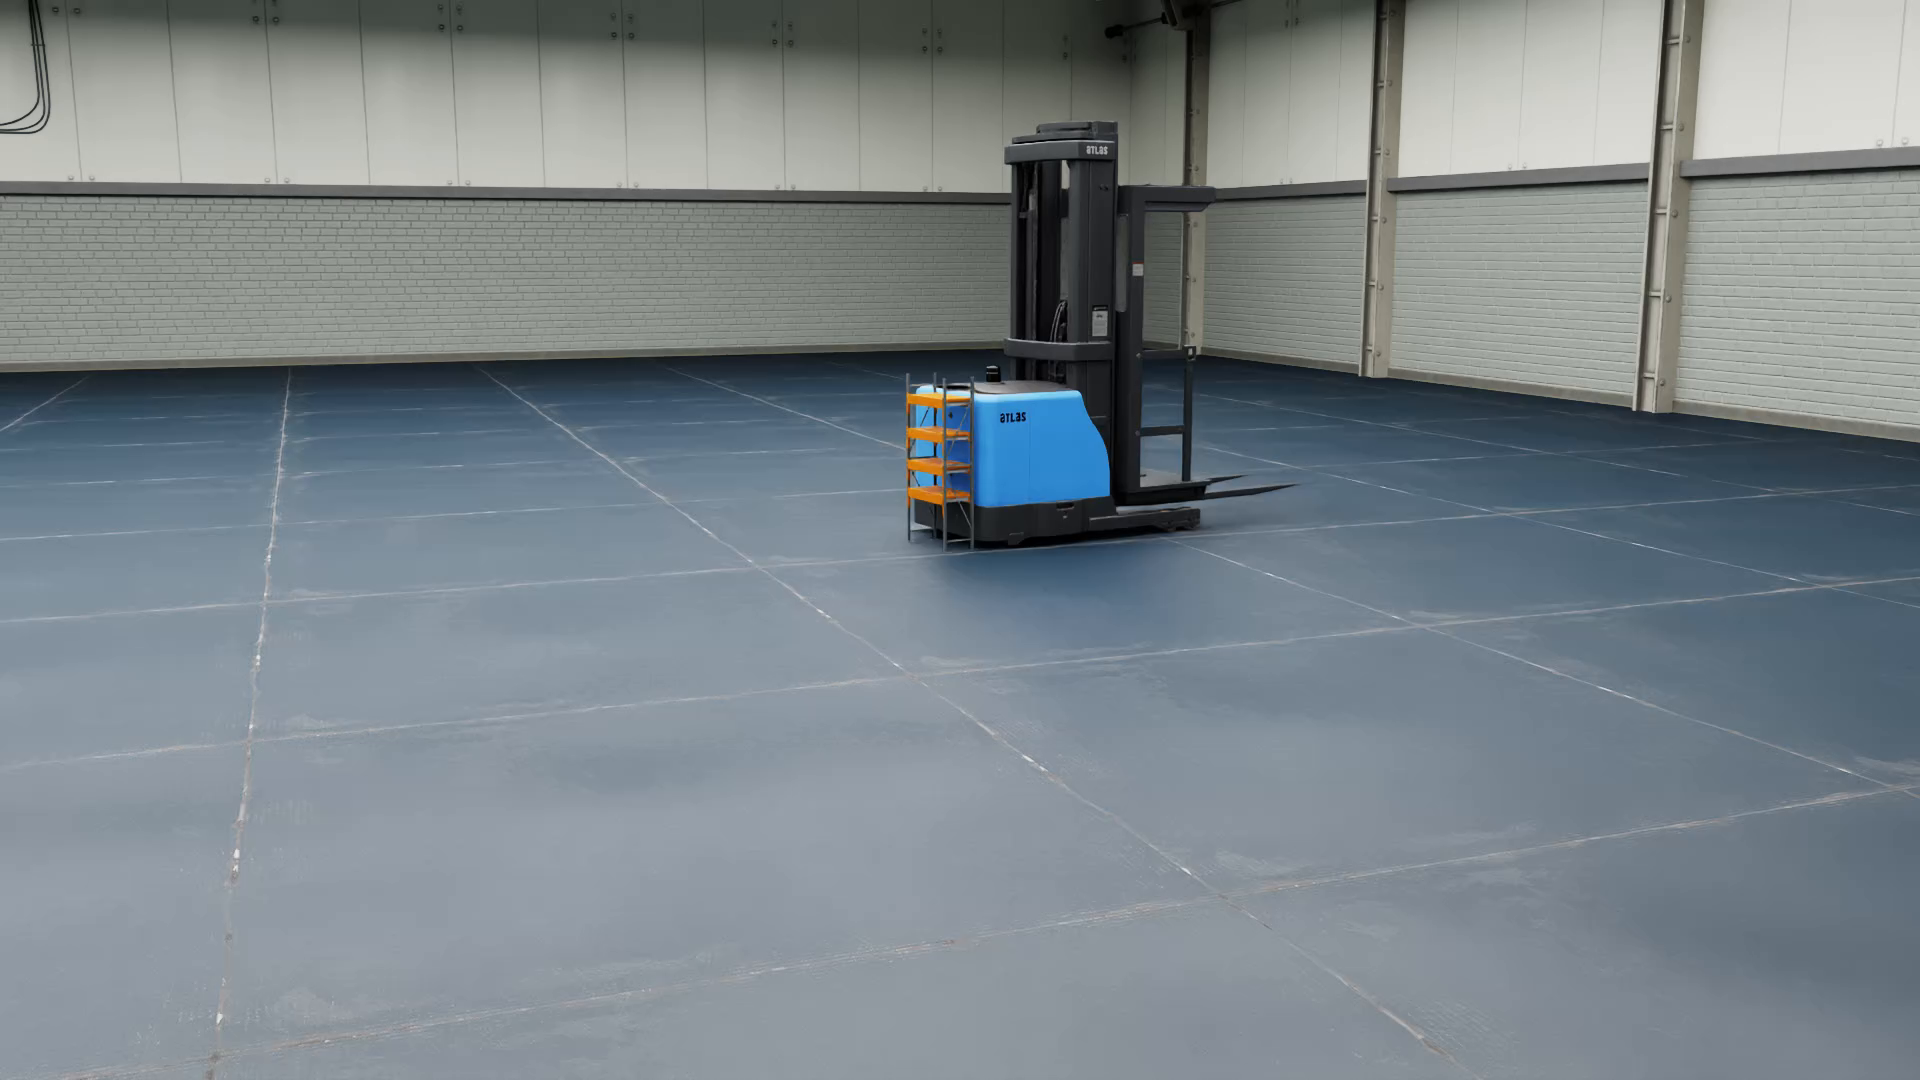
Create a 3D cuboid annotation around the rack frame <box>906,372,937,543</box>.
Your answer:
[{"bbox_3d":[-0.270,-0.579,11.750,0.240,1.200,0.015,-6,12,-32],"label":"rack frame"}]

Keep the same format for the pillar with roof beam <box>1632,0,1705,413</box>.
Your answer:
[{"bbox_3d":[4.786,-5.792,18.789,9.100,9.000,0.400,-4,11,-21],"label":"pillar with roof beam"}]

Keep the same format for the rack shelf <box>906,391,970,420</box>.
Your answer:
[{"bbox_3d":[-0.140,-0.930,11.478,0.258,0.148,0.480,-6,12,-32],"label":"rack shelf"}]

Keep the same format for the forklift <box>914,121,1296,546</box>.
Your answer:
[{"bbox_3d":[1.189,-1.572,12.386,3.031,2.935,1.130,-6,12,-31],"label":"forklift"}]

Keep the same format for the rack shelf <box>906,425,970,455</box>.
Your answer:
[{"bbox_3d":[-0.140,-0.697,11.520,0.258,0.148,0.480,-6,12,-32],"label":"rack shelf"}]

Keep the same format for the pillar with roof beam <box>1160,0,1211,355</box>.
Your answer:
[{"bbox_3d":[0.437,-7.751,29.801,9.100,9.000,0.548,-4,11,-21],"label":"pillar with roof beam"}]

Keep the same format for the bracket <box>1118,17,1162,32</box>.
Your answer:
[{"bbox_3d":[3.323,-10.132,32.908,0.076,0.066,3.189,-4,11,-21],"label":"bracket"}]

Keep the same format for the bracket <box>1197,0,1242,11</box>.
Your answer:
[{"bbox_3d":[5.203,-9.286,28.150,0.076,0.066,4.783,-4,11,-21],"label":"bracket"}]

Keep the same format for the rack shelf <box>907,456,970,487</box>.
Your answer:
[{"bbox_3d":[-0.140,-0.477,11.559,0.258,0.148,0.480,-6,12,-32],"label":"rack shelf"}]

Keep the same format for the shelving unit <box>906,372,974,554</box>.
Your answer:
[{"bbox_3d":[-0.140,-0.543,11.547,0.258,1.200,0.503,-6,12,-32],"label":"shelving unit"}]

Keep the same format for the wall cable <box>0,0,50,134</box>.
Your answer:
[{"bbox_3d":[-15.891,-8.864,26.348,2.305,6.003,0.169,-4,11,-21],"label":"wall cable"}]

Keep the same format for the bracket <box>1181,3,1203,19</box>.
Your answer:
[{"bbox_3d":[4.269,-9.706,30.514,0.235,0.232,0.430,-4,11,-21],"label":"bracket"}]

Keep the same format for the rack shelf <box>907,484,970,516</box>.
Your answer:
[{"bbox_3d":[-0.140,-0.281,11.594,0.258,0.148,0.480,-6,12,-32],"label":"rack shelf"}]

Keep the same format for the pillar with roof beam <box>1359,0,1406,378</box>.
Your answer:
[{"bbox_3d":[2.611,-6.772,24.295,9.100,9.000,0.400,-4,11,-21],"label":"pillar with roof beam"}]

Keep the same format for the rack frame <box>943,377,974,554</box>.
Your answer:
[{"bbox_3d":[-0.010,-0.507,11.344,0.240,1.200,0.015,-6,12,-32],"label":"rack frame"}]

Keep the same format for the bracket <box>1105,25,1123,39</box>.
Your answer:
[{"bbox_3d":[3.109,-10.229,33.450,0.235,0.232,0.430,-4,11,-21],"label":"bracket"}]

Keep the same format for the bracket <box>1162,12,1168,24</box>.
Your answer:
[{"bbox_3d":[3.968,-9.842,31.275,0.235,0.232,0.430,-4,11,-21],"label":"bracket"}]
